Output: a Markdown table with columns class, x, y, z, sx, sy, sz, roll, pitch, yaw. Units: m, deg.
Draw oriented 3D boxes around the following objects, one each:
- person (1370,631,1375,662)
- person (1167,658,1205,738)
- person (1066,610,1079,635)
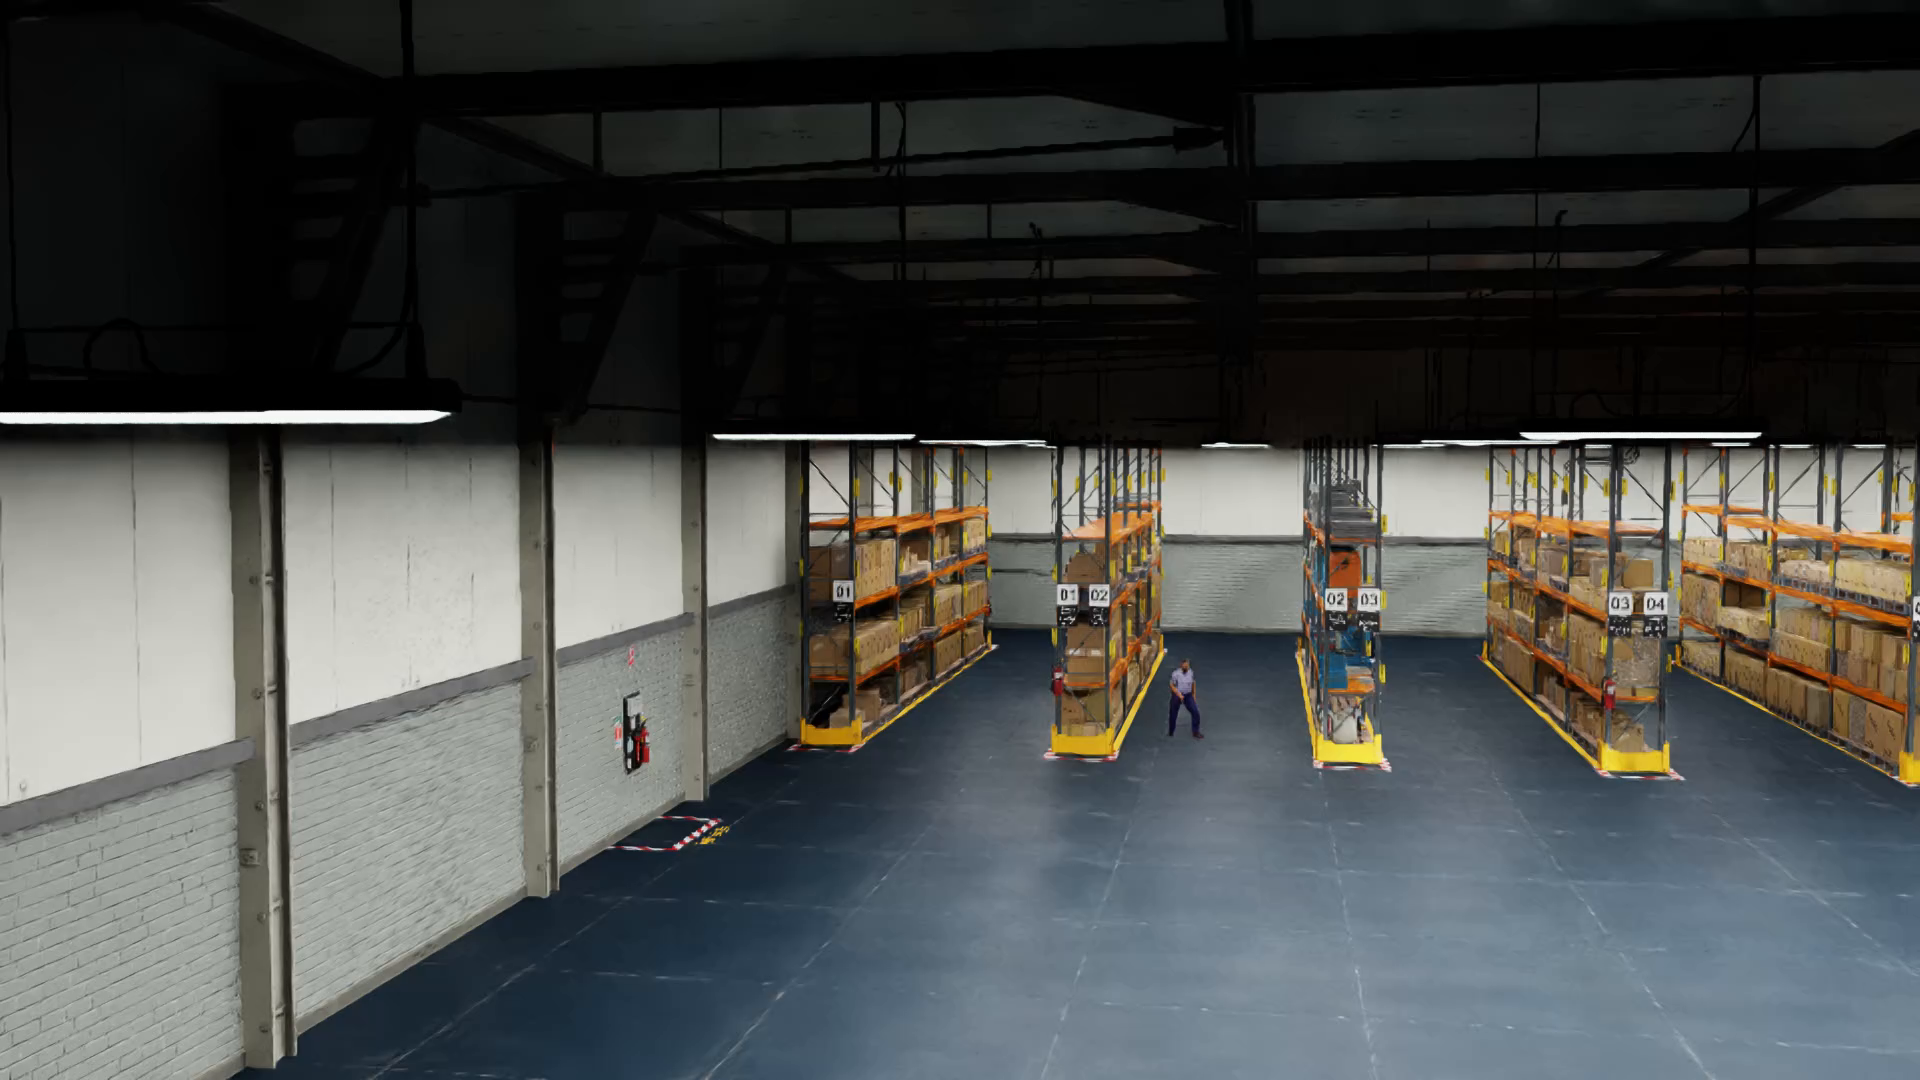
| class | x | y | z | sx | sy | sz | roll | pitch | yaw |
| --- | --- | --- | --- | --- | --- | --- | --- | --- | --- |
| person | 11.170 | 2.486 | 44.971 | 0.362 | 1.587 | 0.482 | 1 | 3 | 20 |
| person | 4.462 | 3.132 | 33.137 | 0.653 | 1.588 | 0.771 | -1 | 3 | -11 |
| person | 3.543 | 2.104 | 50.885 | 0.592 | 1.745 | 0.573 | -1 | 3 | -26 |
